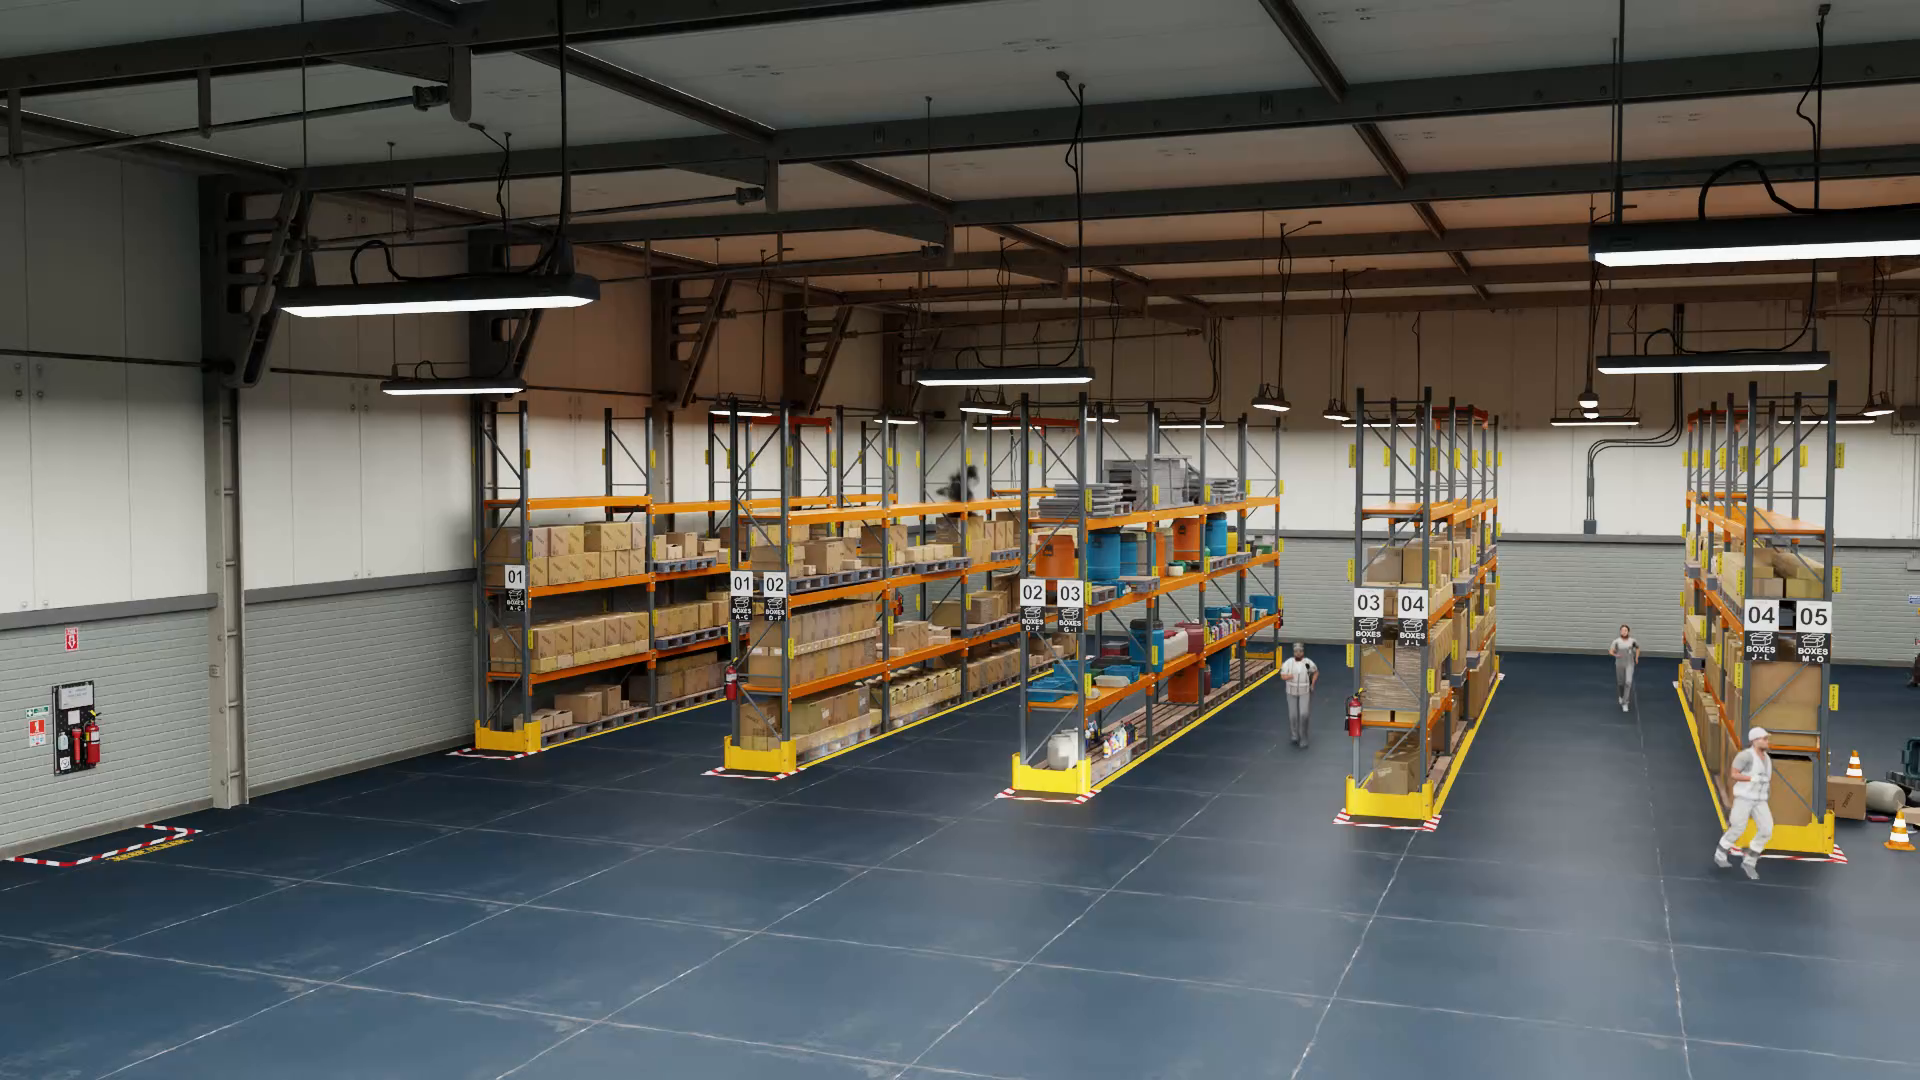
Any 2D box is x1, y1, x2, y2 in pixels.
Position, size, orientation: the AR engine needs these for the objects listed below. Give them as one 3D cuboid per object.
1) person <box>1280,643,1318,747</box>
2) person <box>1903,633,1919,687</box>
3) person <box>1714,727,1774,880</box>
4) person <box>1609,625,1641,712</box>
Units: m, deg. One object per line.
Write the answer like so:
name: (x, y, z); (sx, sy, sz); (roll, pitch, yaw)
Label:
person: (5.929, 2.714, 29.114); (0.640, 1.835, 0.726); (1, 3, 15)
person: (20.958, 2.374, 36.061); (0.916, 1.693, 0.710); (2, 4, 38)
person: (9.546, 3.154, 20.018); (0.662, 1.805, 0.722); (-1, 3, -16)
person: (13.302, 2.542, 33.284); (0.578, 1.684, 0.954); (1, 3, 23)
